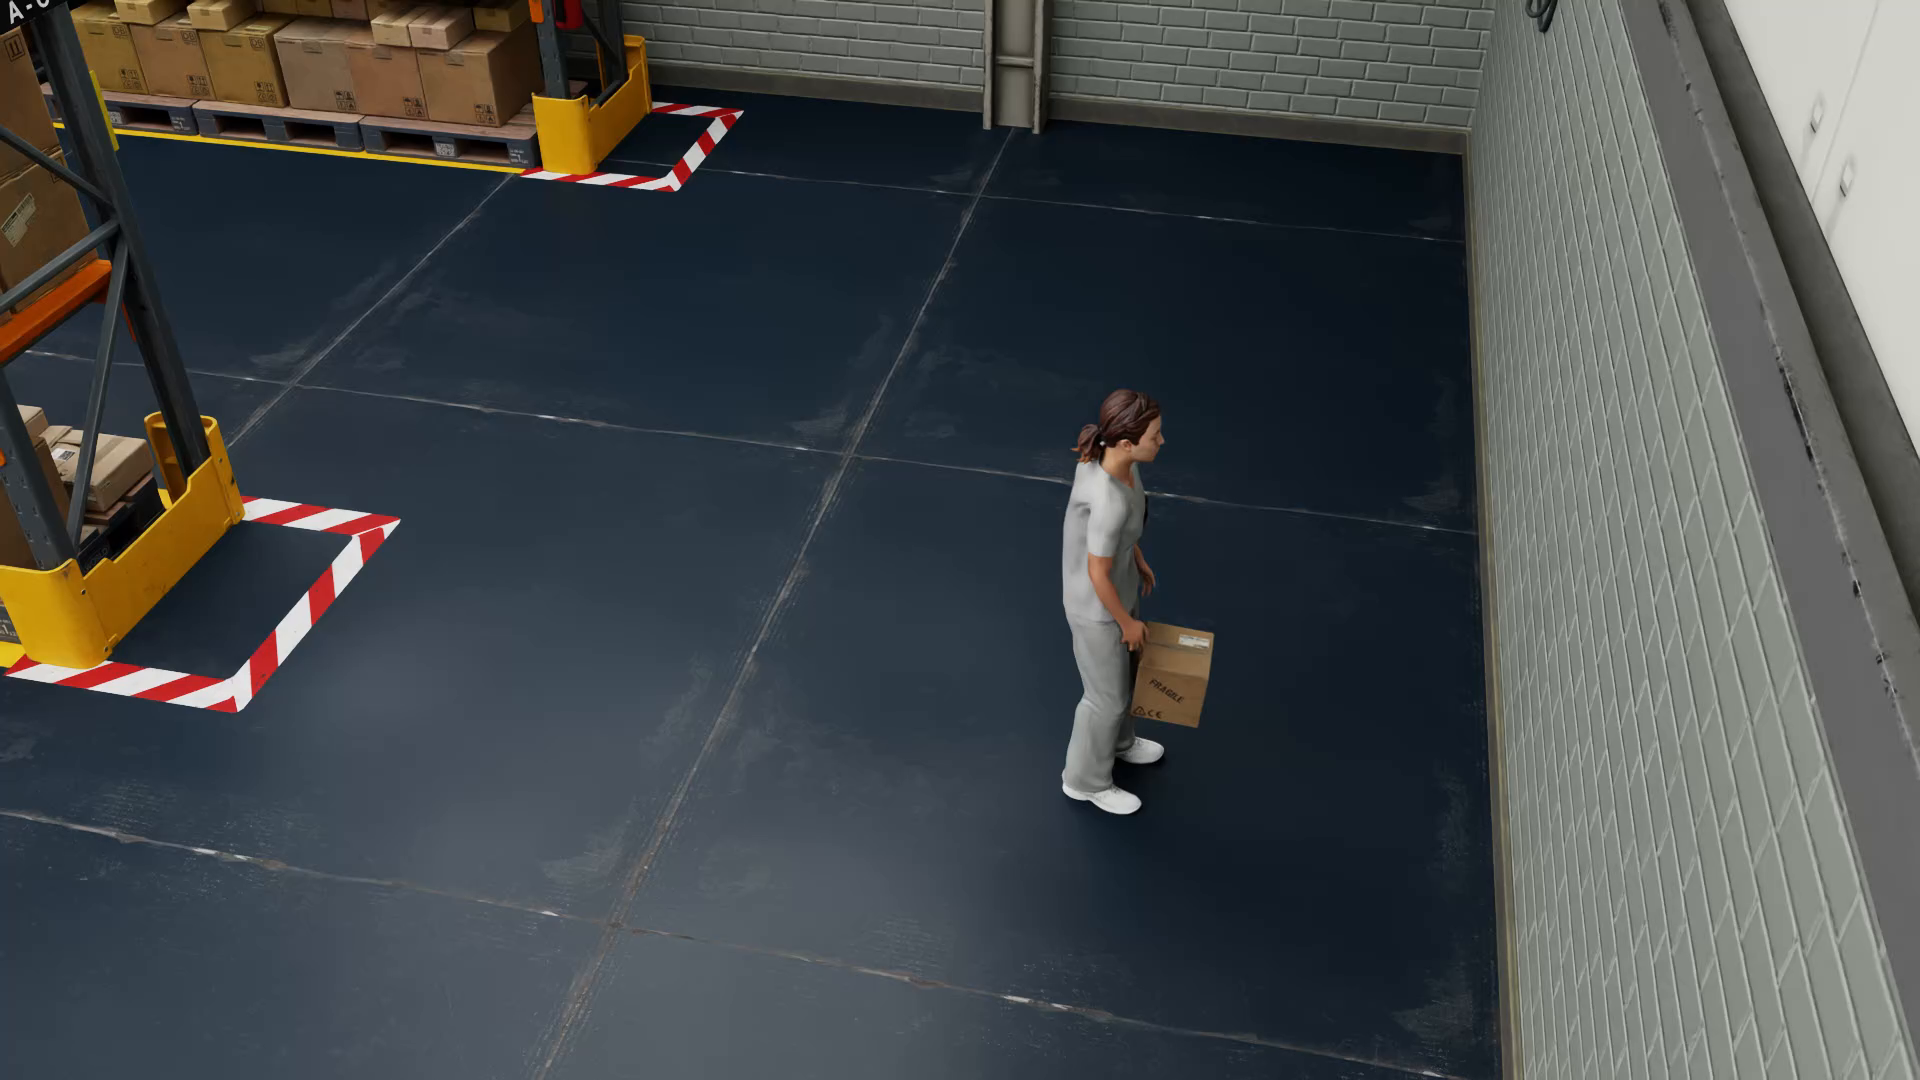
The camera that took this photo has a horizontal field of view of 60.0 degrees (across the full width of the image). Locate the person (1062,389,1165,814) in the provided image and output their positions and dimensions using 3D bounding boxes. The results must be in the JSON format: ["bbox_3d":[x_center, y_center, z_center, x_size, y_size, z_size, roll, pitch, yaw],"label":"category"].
[{"bbox_3d":[0.563,0.206,5.872,0.415,1.676,0.475,7,37,9],"label":"person"}]
